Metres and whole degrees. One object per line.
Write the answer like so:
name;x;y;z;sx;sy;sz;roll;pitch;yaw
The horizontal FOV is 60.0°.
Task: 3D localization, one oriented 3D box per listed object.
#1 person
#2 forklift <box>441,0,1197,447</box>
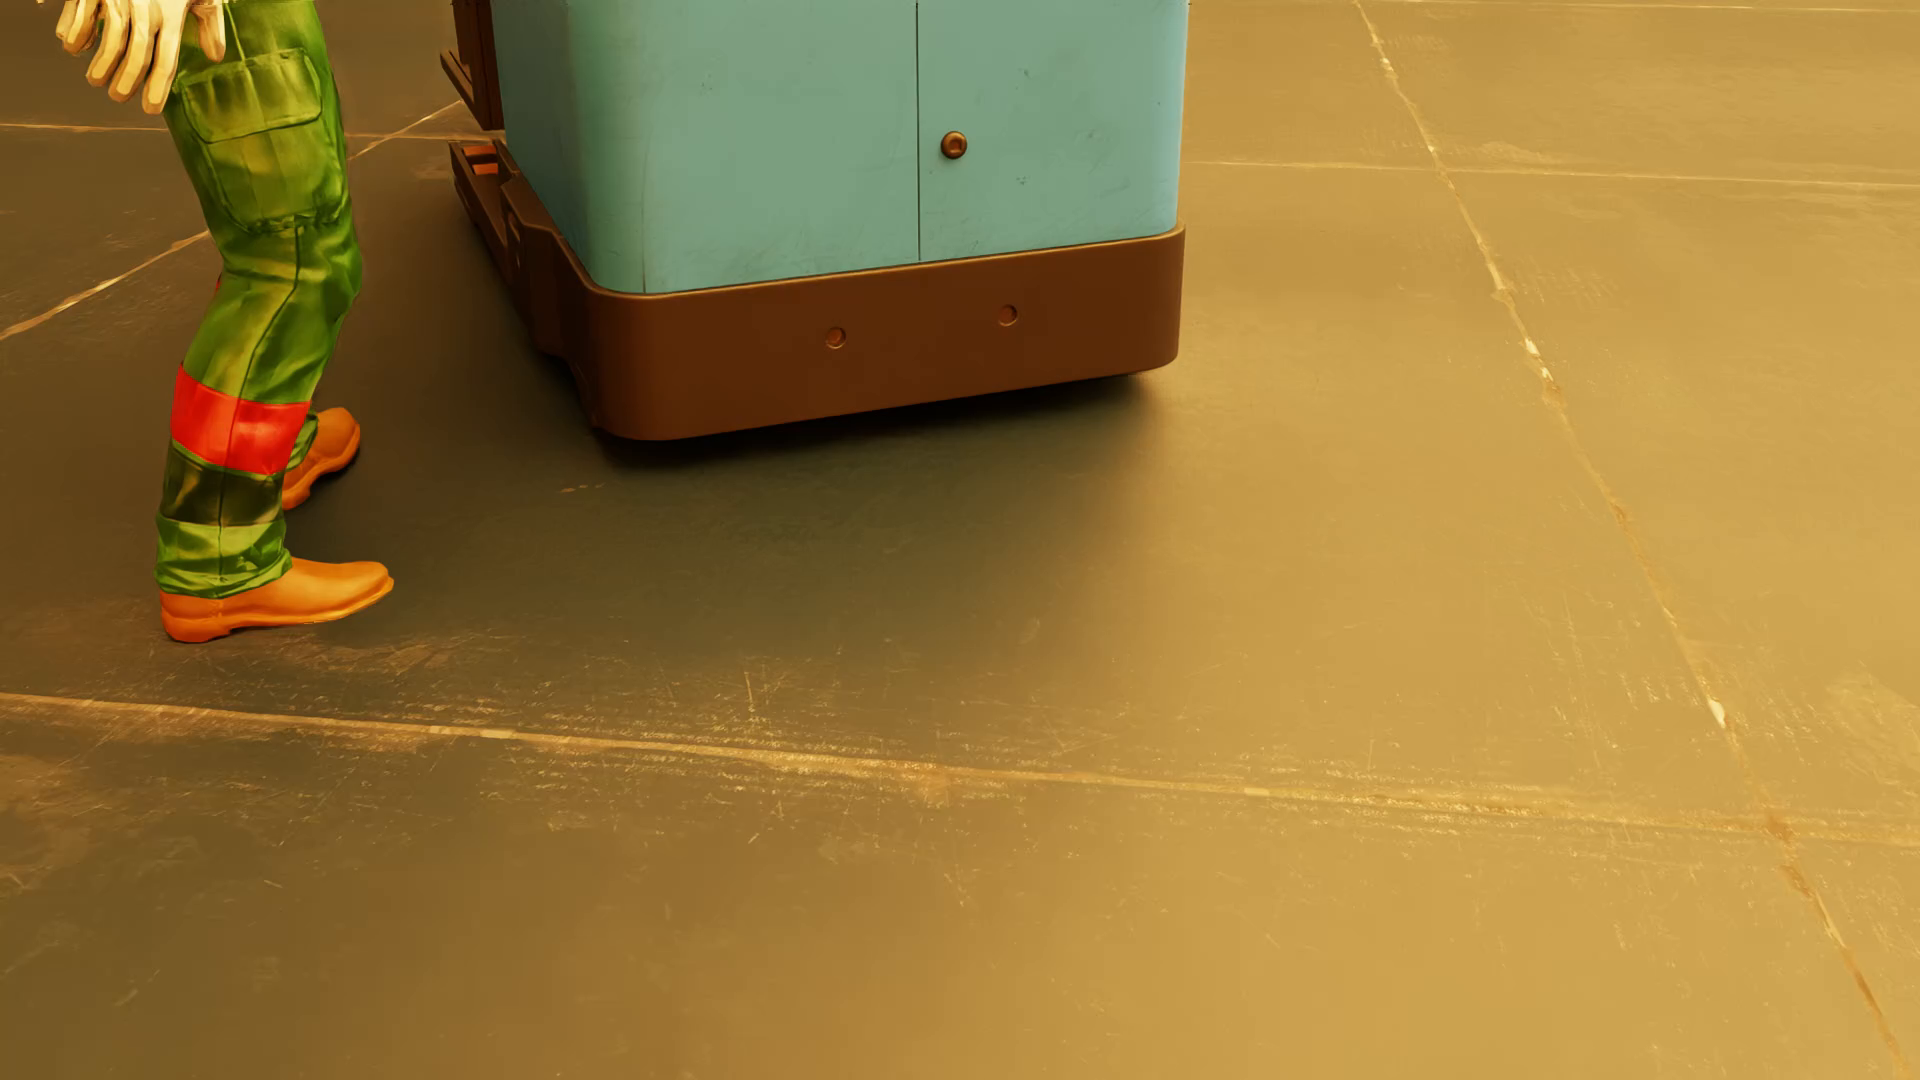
person;-0.939;-0.745;2.057;0.450;1.745;0.876;-14;30;-26
forklift;-0.610;-2.094;3.415;1.130;2.935;3.031;-10;28;-19
